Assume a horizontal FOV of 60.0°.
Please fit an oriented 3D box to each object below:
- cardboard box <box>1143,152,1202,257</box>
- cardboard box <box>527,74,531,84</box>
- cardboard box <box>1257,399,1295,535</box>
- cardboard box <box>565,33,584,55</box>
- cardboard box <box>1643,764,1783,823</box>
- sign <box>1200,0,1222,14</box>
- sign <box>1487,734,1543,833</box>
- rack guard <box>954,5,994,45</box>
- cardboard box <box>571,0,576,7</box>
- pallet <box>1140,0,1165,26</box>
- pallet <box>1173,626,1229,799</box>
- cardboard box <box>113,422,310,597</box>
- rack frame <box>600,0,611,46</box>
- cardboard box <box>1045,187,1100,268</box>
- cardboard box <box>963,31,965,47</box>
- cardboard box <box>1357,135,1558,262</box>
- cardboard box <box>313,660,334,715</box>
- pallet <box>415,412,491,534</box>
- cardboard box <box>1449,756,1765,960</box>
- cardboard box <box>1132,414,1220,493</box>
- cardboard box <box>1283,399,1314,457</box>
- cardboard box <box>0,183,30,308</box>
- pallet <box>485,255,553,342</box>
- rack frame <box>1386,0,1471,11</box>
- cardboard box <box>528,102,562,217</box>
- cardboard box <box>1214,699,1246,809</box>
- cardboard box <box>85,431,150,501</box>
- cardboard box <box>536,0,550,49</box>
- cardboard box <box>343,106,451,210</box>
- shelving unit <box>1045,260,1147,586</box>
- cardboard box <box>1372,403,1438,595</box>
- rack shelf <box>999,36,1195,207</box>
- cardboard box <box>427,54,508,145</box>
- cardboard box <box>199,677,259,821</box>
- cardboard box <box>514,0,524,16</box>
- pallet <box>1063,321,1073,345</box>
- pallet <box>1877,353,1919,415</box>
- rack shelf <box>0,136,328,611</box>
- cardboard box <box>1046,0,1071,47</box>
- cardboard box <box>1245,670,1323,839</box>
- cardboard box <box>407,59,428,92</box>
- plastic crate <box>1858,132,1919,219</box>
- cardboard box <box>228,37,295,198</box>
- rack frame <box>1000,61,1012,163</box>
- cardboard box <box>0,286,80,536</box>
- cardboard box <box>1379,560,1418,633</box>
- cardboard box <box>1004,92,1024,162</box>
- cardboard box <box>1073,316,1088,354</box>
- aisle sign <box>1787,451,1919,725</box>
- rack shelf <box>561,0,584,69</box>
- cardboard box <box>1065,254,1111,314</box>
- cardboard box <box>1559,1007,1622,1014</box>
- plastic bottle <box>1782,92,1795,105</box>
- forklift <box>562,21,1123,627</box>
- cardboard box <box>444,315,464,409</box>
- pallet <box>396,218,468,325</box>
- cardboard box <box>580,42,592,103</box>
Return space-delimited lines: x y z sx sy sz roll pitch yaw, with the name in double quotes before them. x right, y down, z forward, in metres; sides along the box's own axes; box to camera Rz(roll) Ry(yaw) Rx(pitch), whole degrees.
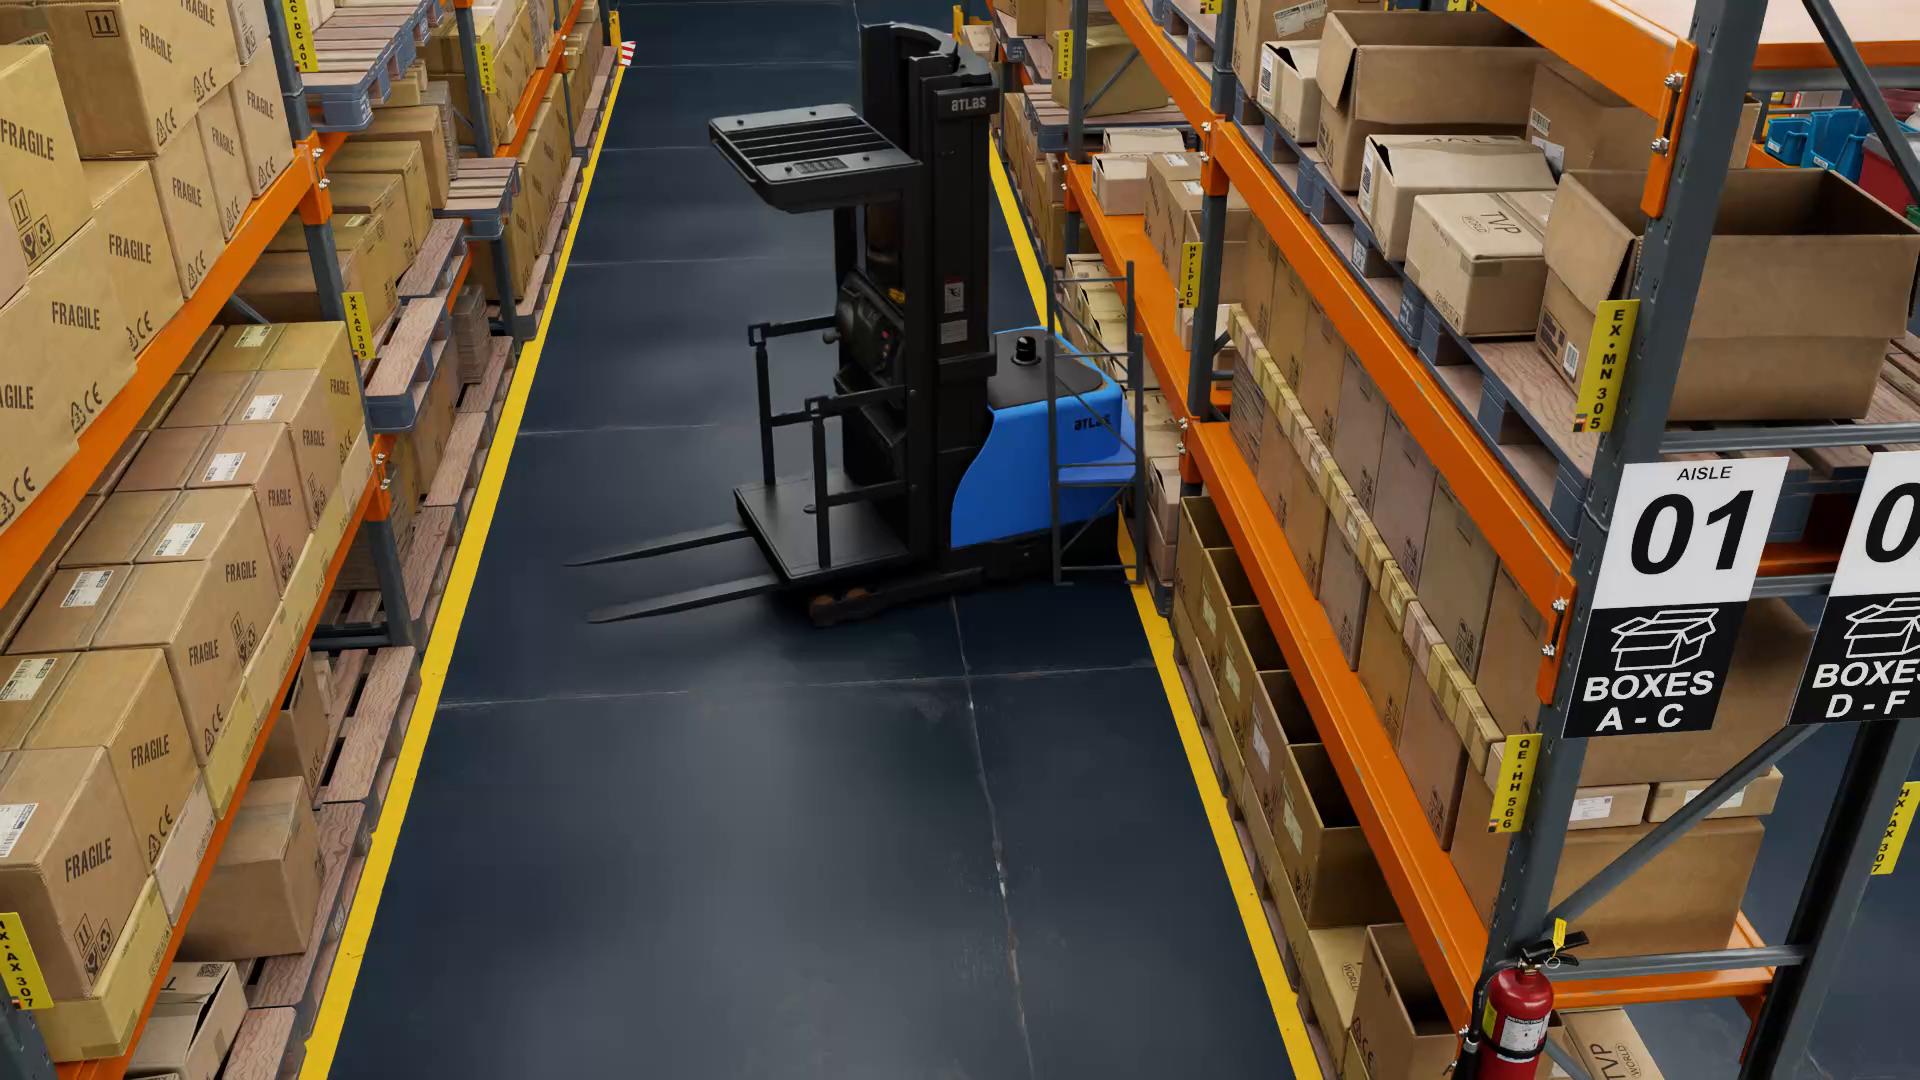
"cardboard box" 1.432 -2.047 10.155 0.500 0.500 0.500 -4 31 -7
"cardboard box" -3.657 -3.754 13.336 0.380 0.149 0.250 -4 31 -6
"cardboard box" 1.737 -0.366 7.340 0.700 0.500 0.500 -3 31 -5
"cardboard box" -3.913 -4.886 16.400 0.380 0.149 0.250 -4 31 -6
"cardboard box" 2.185 0.692 4.936 0.380 0.149 0.250 -3 31 -5
"sign" 1.094 -2.432 7.160 0.100 0.325 0.005 -3 31 -5
"sign" 1.465 0.644 4.386 0.100 0.325 0.005 -3 31 -5
"rack guard" 0.519 -5.833 19.028 1.175 0.500 0.348 -3 31 -5
"cardboard box" -4.143 -5.443 15.644 0.980 0.700 0.700 -4 31 -6
"pallet" 1.519 -3.154 9.364 1.003 0.211 1.213 -1 31 -2
"pallet" 1.666 0.787 8.226 1.003 0.211 1.213 -3 31 -5
"cardboard box" -2.858 -0.106 6.398 0.500 0.500 0.500 -4 31 -6
"rack frame" -4.420 -6.705 18.051 1.000 3.000 0.127 -3 31 -5
"cardboard box" 0.938 -2.442 12.922 0.500 0.500 0.500 -2 31 -3
"cardboard box" 0.232 -5.559 18.466 0.380 0.166 0.250 -3 31 -5
"cardboard box" 1.585 -1.125 5.324 0.500 0.311 0.500 1 31 1
"cardboard box" -3.219 0.720 7.953 0.380 0.166 0.250 -7 32 -11
"pallet" -3.490 -0.403 10.220 1.003 0.211 1.213 -3 31 -5
"cardboard box" 1.976 0.942 5.150 0.700 0.500 0.500 -3 31 -5
"cardboard box" 1.255 -0.517 9.415 0.500 0.311 0.500 -2 31 -3
"cardboard box" 1.562 -0.471 6.884 0.380 0.149 0.250 -4 31 -6
"cardboard box" -2.715 -0.772 4.100 0.500 0.500 0.500 -3 31 -5
"pallet" -3.671 -1.830 12.608 1.003 0.211 1.213 -3 31 -5
"rack frame" 5.444 -7.180 18.846 1.000 3.000 0.127 -3 31 -5
"cardboard box" -3.770 -3.141 13.771 0.750 0.750 0.750 -2 31 -3
"cardboard box" 1.458 0.944 7.516 0.500 0.250 0.500 -3 31 -5
"cardboard box" -3.377 -0.076 6.348 0.500 0.500 0.500 -2 31 -3
"cardboard box" -3.694 -4.359 13.715 0.500 0.500 0.500 -3 31 -4
"cardboard box" -3.539 -2.329 10.198 0.700 0.500 0.500 -6 31 -9
"shelving unit" 0.754 -0.661 9.342 0.538 1.500 1.048 -2 31 4
"cardboard box" 1.869 -0.167 5.742 0.700 0.500 0.500 -3 31 -4
"rack shelf" 1.073 -3.573 13.507 1.077 0.370 4.000 -3 31 -5
"cardboard box" -3.463 -3.061 11.542 0.500 0.500 0.500 -2 31 -3
"cardboard box" -2.759 0.730 5.729 0.500 0.250 0.500 -3 31 -5
"cardboard box" -3.613 -4.156 12.645 0.500 0.250 0.500 -3 31 -6
"pallet" 1.298 -1.241 11.622 1.003 0.211 1.213 -3 31 -5
"pallet" 6.336 -0.880 11.017 1.003 0.211 1.213 -3 31 -5
"rack shelf" -3.112 -0.537 5.500 1.077 0.370 4.000 -3 31 -5
"cardboard box" 1.112 -4.227 13.394 0.700 0.500 0.500 -11 32 -17
"cardboard box" 1.507 0.878 6.896 0.500 0.500 0.500 -3 31 -5
"cardboard box" -3.610 -2.957 10.616 0.380 0.149 0.250 -7 32 -11
"plastic crate" 6.038 -2.283 10.585 0.402 0.464 0.583 -3 31 -5
"cardboard box" -3.005 -1.671 6.580 0.500 0.500 0.500 -2 31 -3
"rack frame" 0.886 -4.902 15.032 1.000 3.000 0.127 -3 31 -5
"cardboard box" -2.722 -0.335 4.343 0.500 0.500 0.500 -1 31 -1
"cardboard box" 1.685 0.190 5.777 0.380 0.149 0.250 -2 31 -3
"cardboard box" 0.688 -3.760 15.128 0.500 0.500 0.500 -4 31 -7
"cardboard box" 1.064 -1.322 11.310 0.500 0.250 0.500 -4 31 -6
"aisle sign" 2.318 0.127 4.077 0.394 0.787 0.004 -3 31 -5
"rack shelf" -4.233 -5.375 16.526 1.077 0.370 4.000 -3 31 -5
"cardboard box" 1.016 -1.819 11.596 0.500 0.311 0.500 -2 31 -3
"cardboard box" 2.128 1.685 6.276 0.500 0.250 0.500 -3 31 -5
"plastic bottle" 6.430 -3.515 12.831 0.152 0.276 0.135 -3 31 -5
"forklift" -0.663 -1.097 8.728 3.031 2.935 1.130 -12 33 -19
"cardboard box" -3.621 -1.103 10.680 0.700 0.500 0.500 -3 31 -5
"pallet" -3.447 -1.530 9.573 1.003 0.211 1.213 -3 31 -5
"cardboard box" -4.103 -4.676 16.681 0.700 0.500 0.500 -2 31 -3
